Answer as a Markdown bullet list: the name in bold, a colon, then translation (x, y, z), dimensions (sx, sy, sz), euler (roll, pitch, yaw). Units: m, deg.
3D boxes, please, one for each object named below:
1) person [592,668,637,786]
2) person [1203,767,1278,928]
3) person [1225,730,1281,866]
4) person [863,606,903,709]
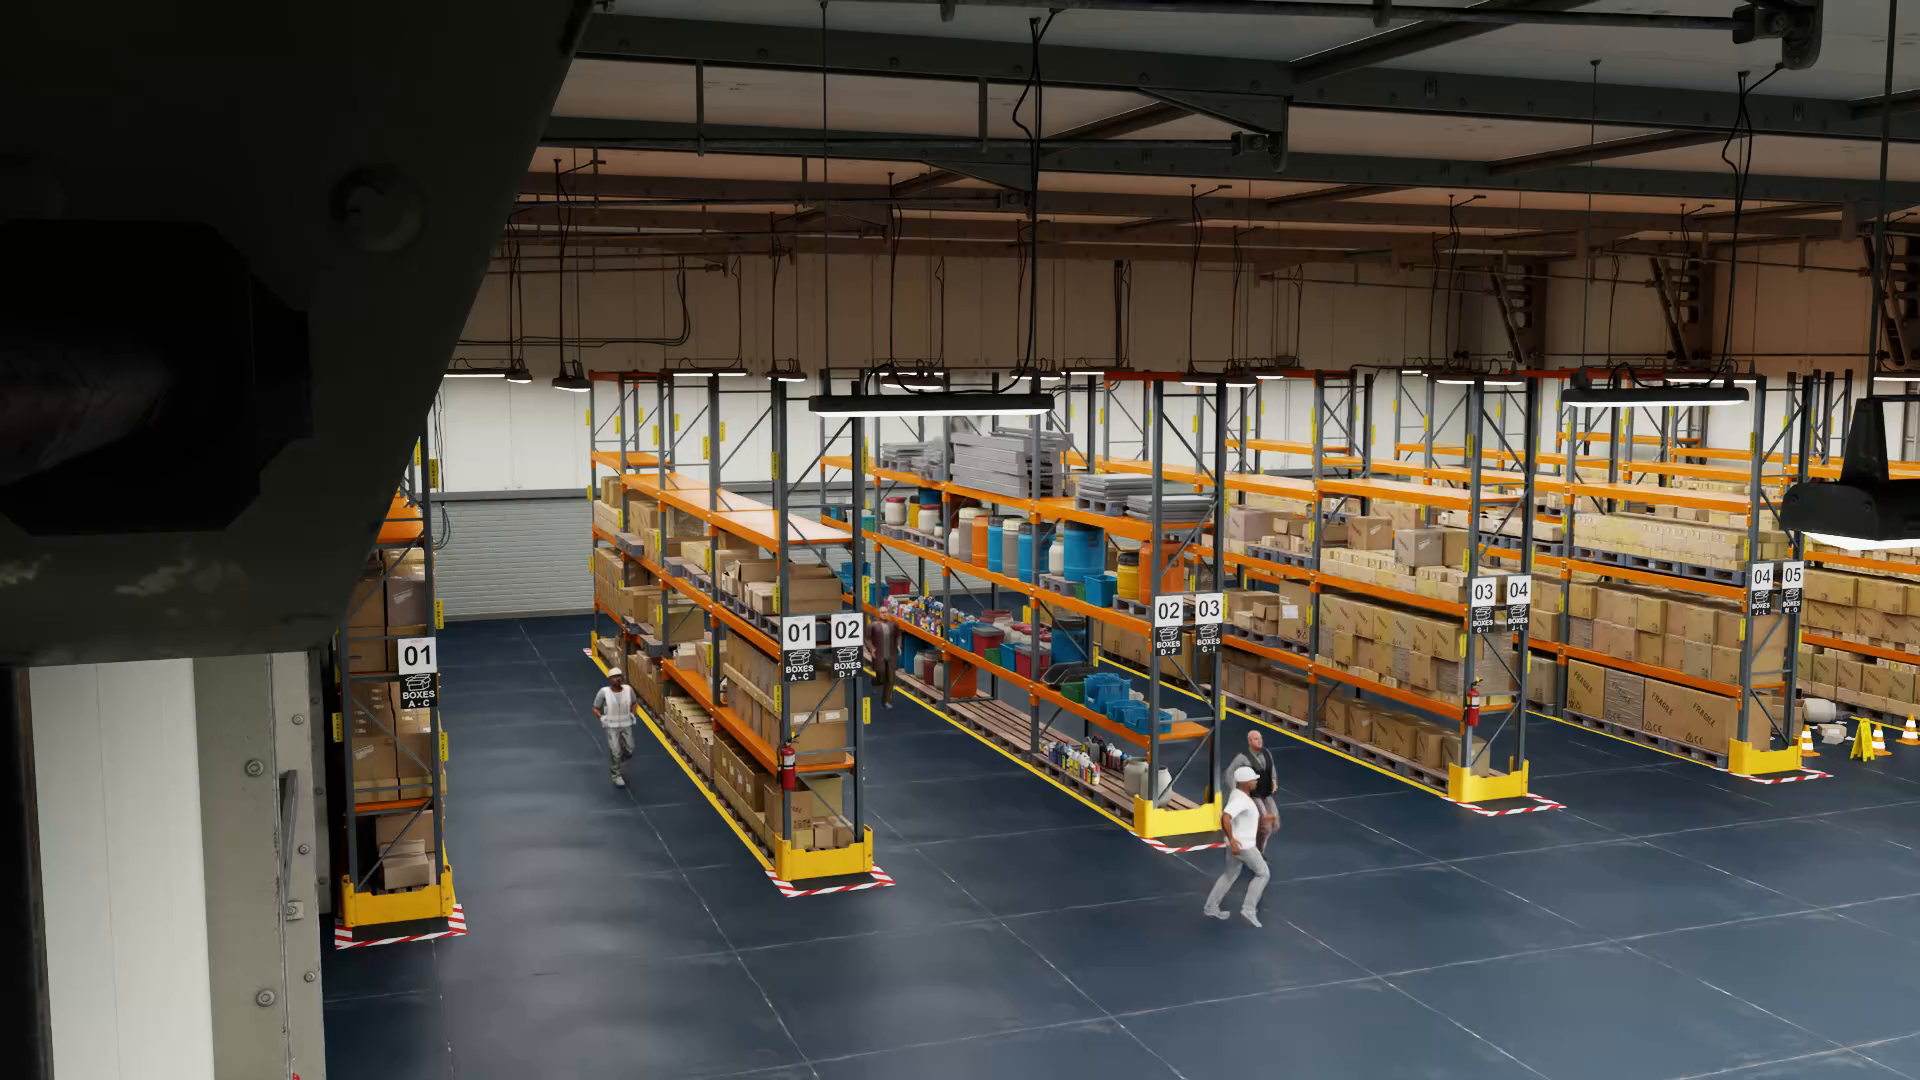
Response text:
- **person**: translation (-5.059, 2.738, 24.503), dimensions (0.679, 1.732, 0.623), euler (-3, 7, -26)
- **person**: translation (3.132, 3.407, 18.431), dimensions (0.835, 1.814, 0.668), euler (0, 6, -3)
- **person**: translation (3.672, 3.210, 20.714), dimensions (0.528, 1.693, 0.791), euler (5, 8, 40)
- **person**: translation (-1.292, 2.001, 28.496), dimensions (0.726, 1.736, 0.825), euler (-2, 7, -18)
